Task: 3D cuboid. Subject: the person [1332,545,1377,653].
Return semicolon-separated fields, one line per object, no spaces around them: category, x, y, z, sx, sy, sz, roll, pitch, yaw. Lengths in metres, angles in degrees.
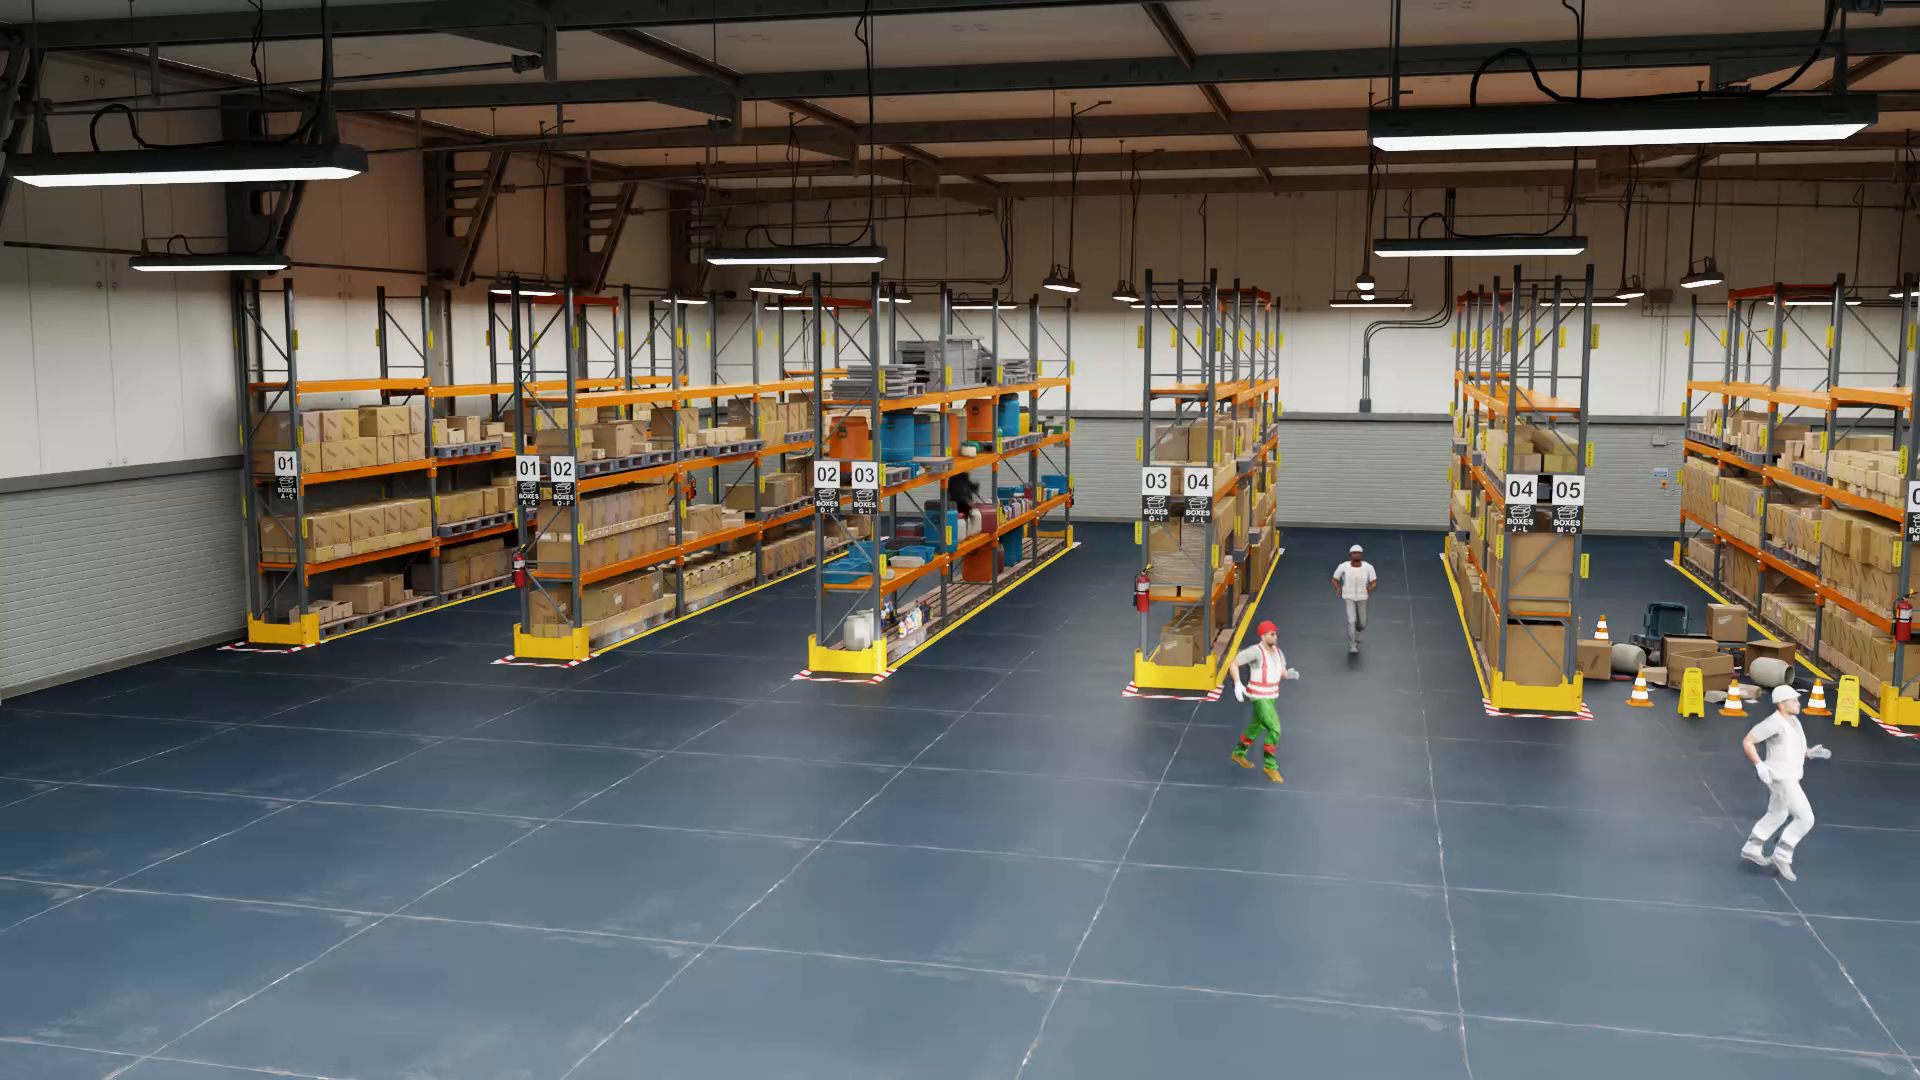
person;6.364;0.936;26.829;0.707;1.726;0.753;1;7;7

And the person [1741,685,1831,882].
person;7.710;2.262;15.537;0.735;1.817;0.641;6;9;42

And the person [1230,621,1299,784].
person;3.465;1.835;19.032;0.876;1.844;0.643;6;9;42
